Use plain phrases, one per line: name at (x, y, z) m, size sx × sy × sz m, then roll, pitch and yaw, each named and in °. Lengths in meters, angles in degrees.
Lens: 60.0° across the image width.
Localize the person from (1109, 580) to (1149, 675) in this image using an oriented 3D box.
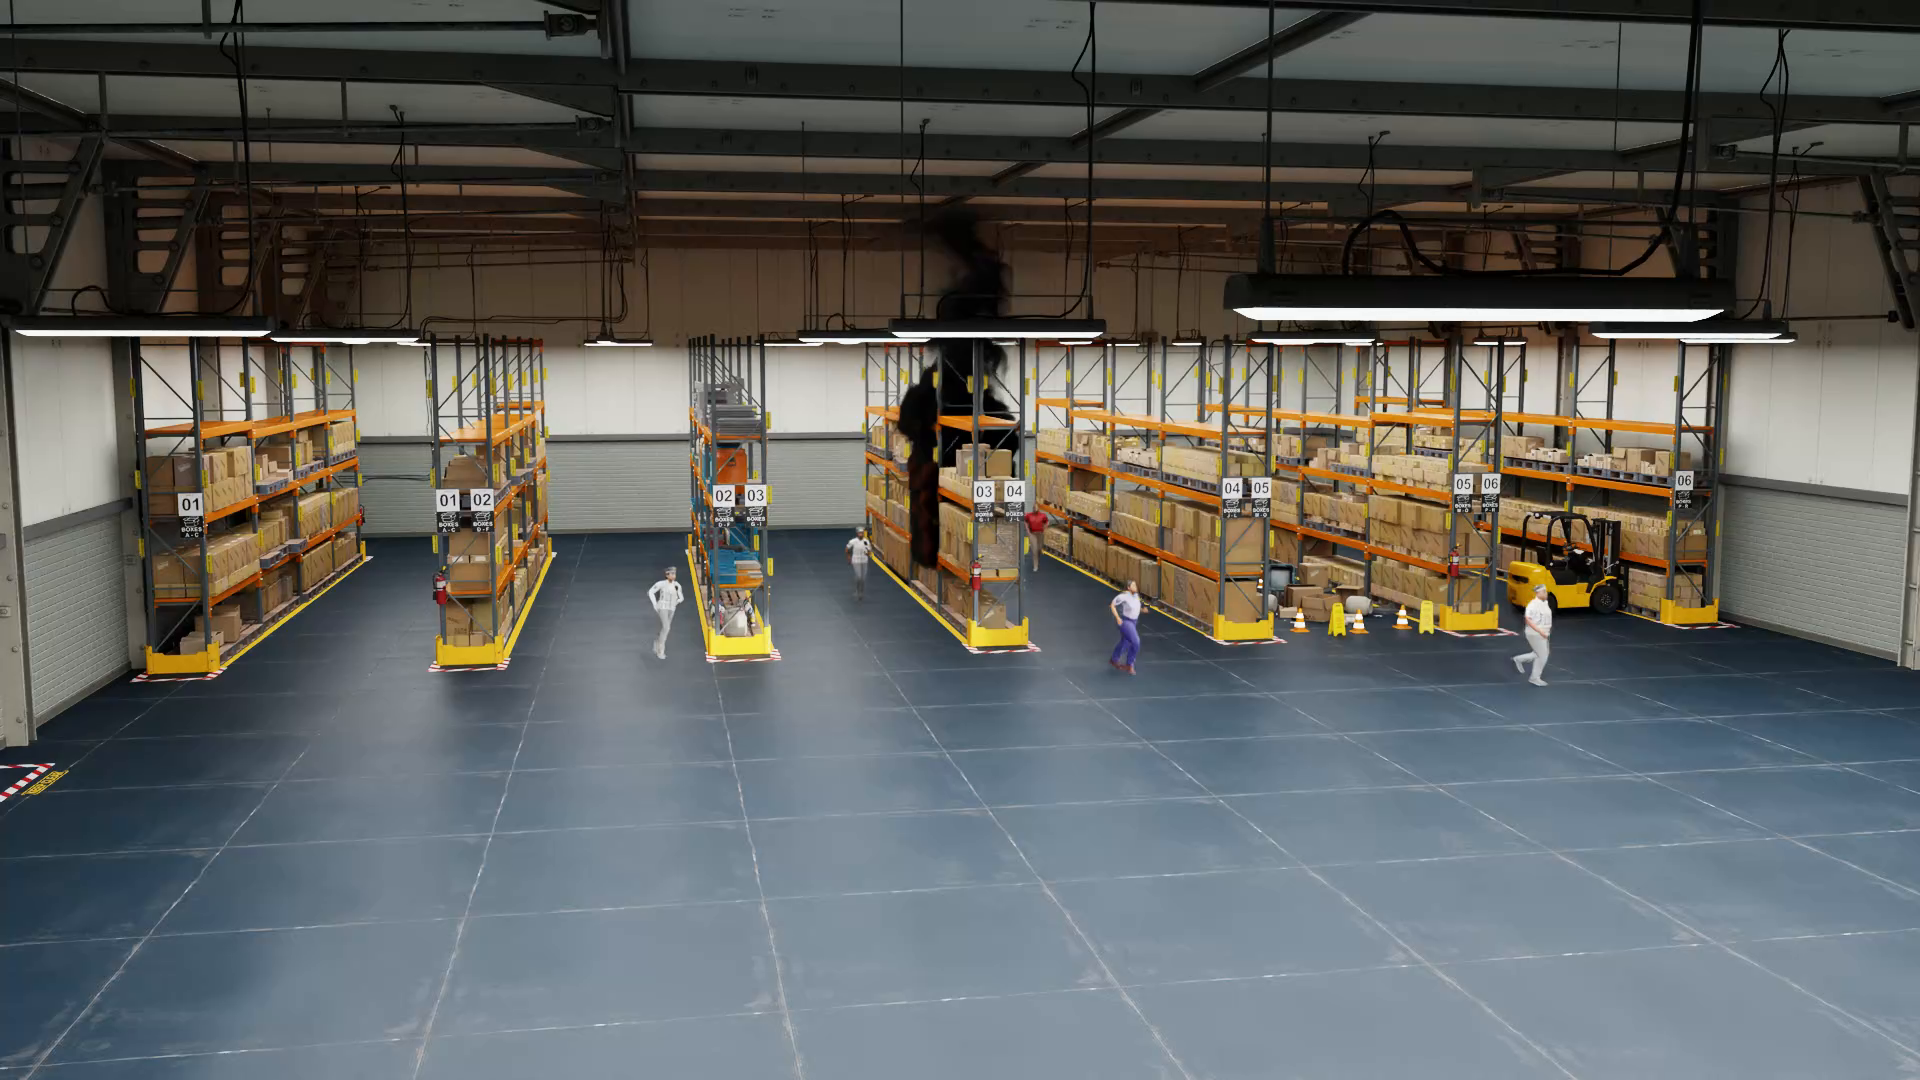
person at (2.986, 1.539, 29.545) m, size 0.739 × 1.700 × 0.593 m, roll 4°, pitch 8°, yaw 31°

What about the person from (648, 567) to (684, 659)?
person at (-5.472, 1.353, 31.097) m, size 0.604 × 1.723 × 0.654 m, roll -6°, pitch 9°, yaw -41°

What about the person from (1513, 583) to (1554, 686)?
person at (9.841, 1.595, 28.584) m, size 0.667 × 1.770 × 0.669 m, roll 5°, pitch 8°, yaw 39°

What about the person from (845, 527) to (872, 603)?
person at (-2.277, 0.558, 37.872) m, size 0.543 × 1.736 × 0.725 m, roll -3°, pitch 7°, yaw -22°

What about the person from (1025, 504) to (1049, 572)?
person at (2.003, -0.087, 43.355) m, size 0.650 × 1.741 × 0.888 m, roll -1°, pitch 7°, yaw -5°
